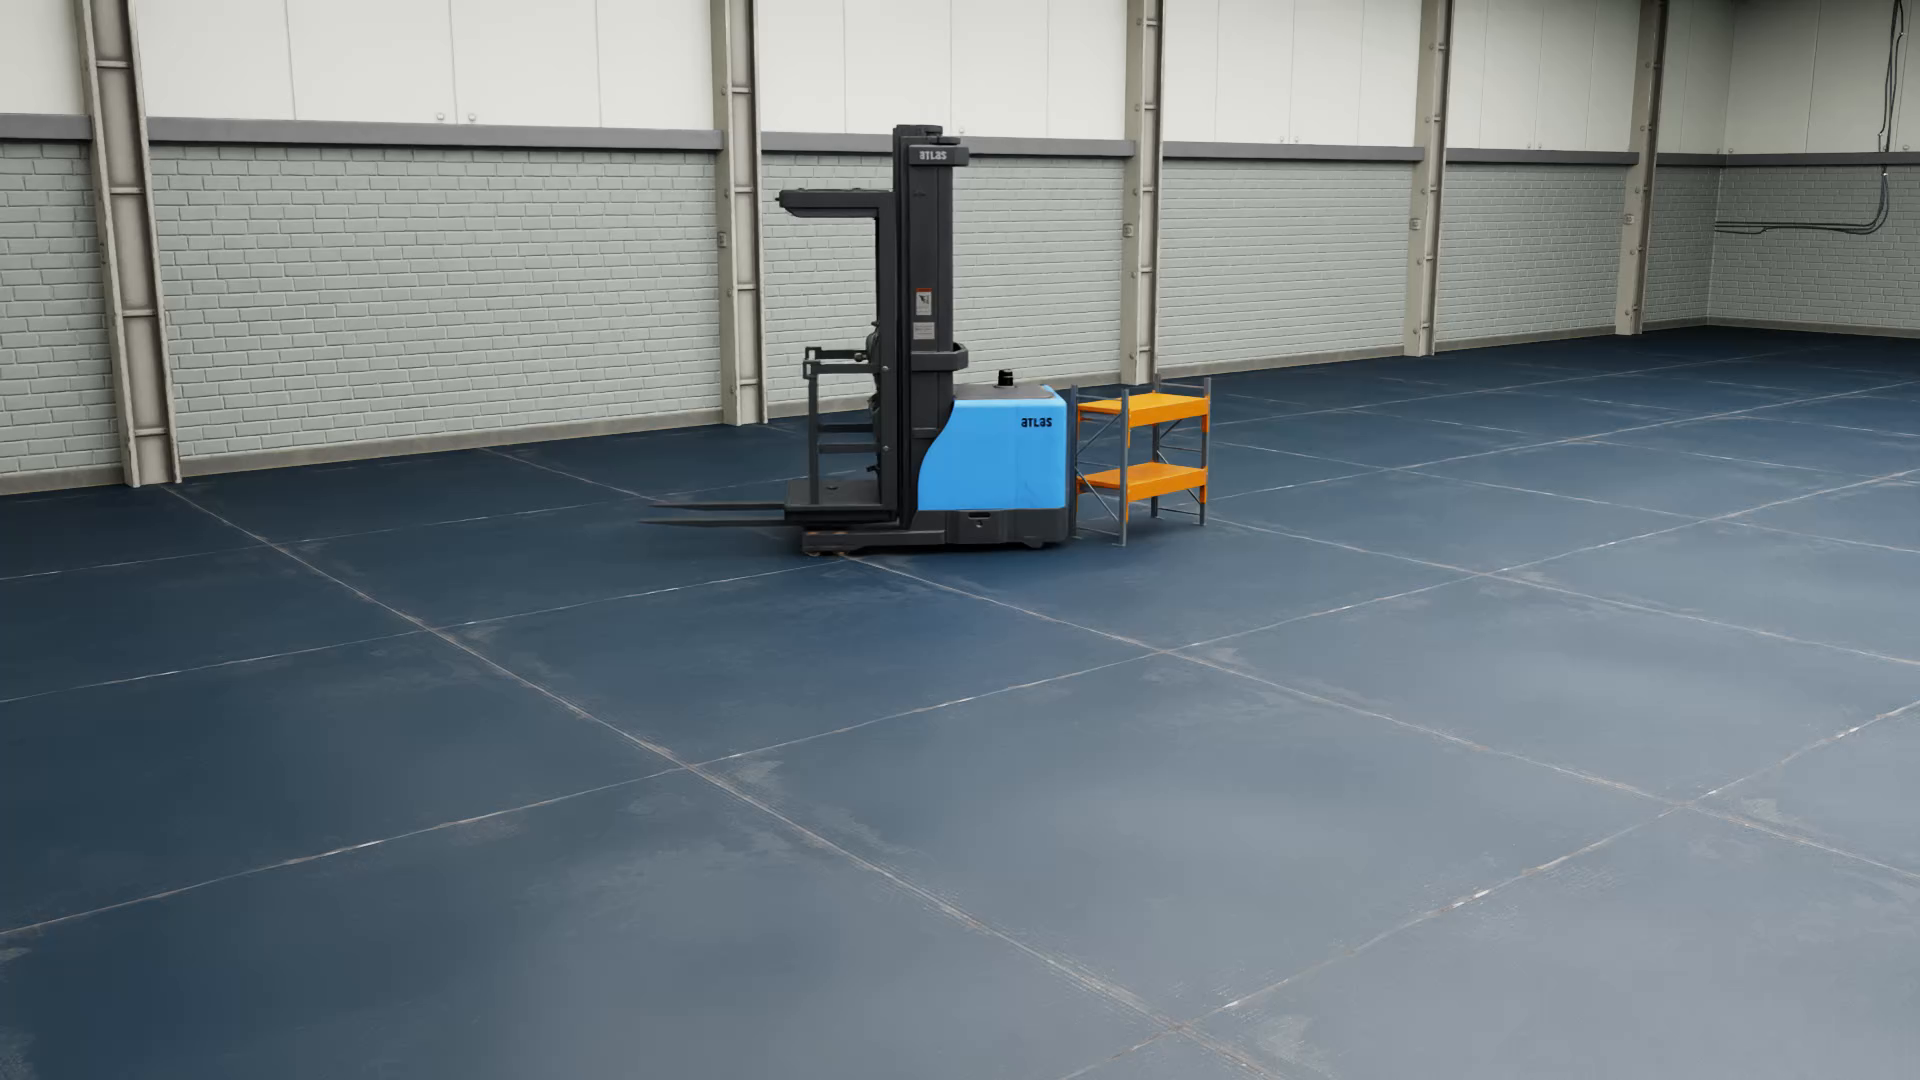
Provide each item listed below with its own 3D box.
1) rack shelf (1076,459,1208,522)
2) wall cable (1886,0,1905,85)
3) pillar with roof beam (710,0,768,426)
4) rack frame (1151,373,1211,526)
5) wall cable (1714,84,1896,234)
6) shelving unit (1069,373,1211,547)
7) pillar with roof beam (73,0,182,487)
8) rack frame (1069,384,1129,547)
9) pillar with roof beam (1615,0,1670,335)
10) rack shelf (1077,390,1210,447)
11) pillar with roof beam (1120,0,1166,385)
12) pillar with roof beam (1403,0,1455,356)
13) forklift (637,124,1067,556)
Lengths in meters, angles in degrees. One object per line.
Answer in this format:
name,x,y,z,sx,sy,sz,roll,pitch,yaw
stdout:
rack shelf,1.338,-0.377,12.374,0.538,0.278,1.000,11,16,41
wall cable,16.526,-8.699,26.746,0.112,2.526,3.097,-9,15,-38
pillar with roof beam,0.343,-4.984,13.937,0.400,9.000,9.100,-9,15,-38
rack frame,1.681,-0.694,12.690,0.500,1.125,0.032,11,16,41
wall cable,14.836,-6.667,29.337,0.112,2.526,3.097,-9,15,-38
shelving unit,1.338,-0.616,12.323,0.538,1.125,1.048,11,16,41
pillar with roof beam,-4.342,-4.206,10.270,0.400,9.000,9.100,-9,15,-38
rack frame,0.994,-0.538,11.957,0.500,1.125,0.032,11,16,41
pillar with roof beam,14.399,-7.320,24.936,0.400,9.000,9.100,-9,15,-38
rack shelf,1.338,-0.903,12.262,0.538,0.278,1.000,11,16,41
pillar with roof beam,5.028,-5.763,17.603,0.400,9.000,9.100,-9,15,-38
pillar with roof beam,9.713,-6.541,21.270,0.400,9.000,9.100,-9,15,-38
forklift,-0.783,-1.437,11.840,3.031,2.935,1.130,-1,12,-4
